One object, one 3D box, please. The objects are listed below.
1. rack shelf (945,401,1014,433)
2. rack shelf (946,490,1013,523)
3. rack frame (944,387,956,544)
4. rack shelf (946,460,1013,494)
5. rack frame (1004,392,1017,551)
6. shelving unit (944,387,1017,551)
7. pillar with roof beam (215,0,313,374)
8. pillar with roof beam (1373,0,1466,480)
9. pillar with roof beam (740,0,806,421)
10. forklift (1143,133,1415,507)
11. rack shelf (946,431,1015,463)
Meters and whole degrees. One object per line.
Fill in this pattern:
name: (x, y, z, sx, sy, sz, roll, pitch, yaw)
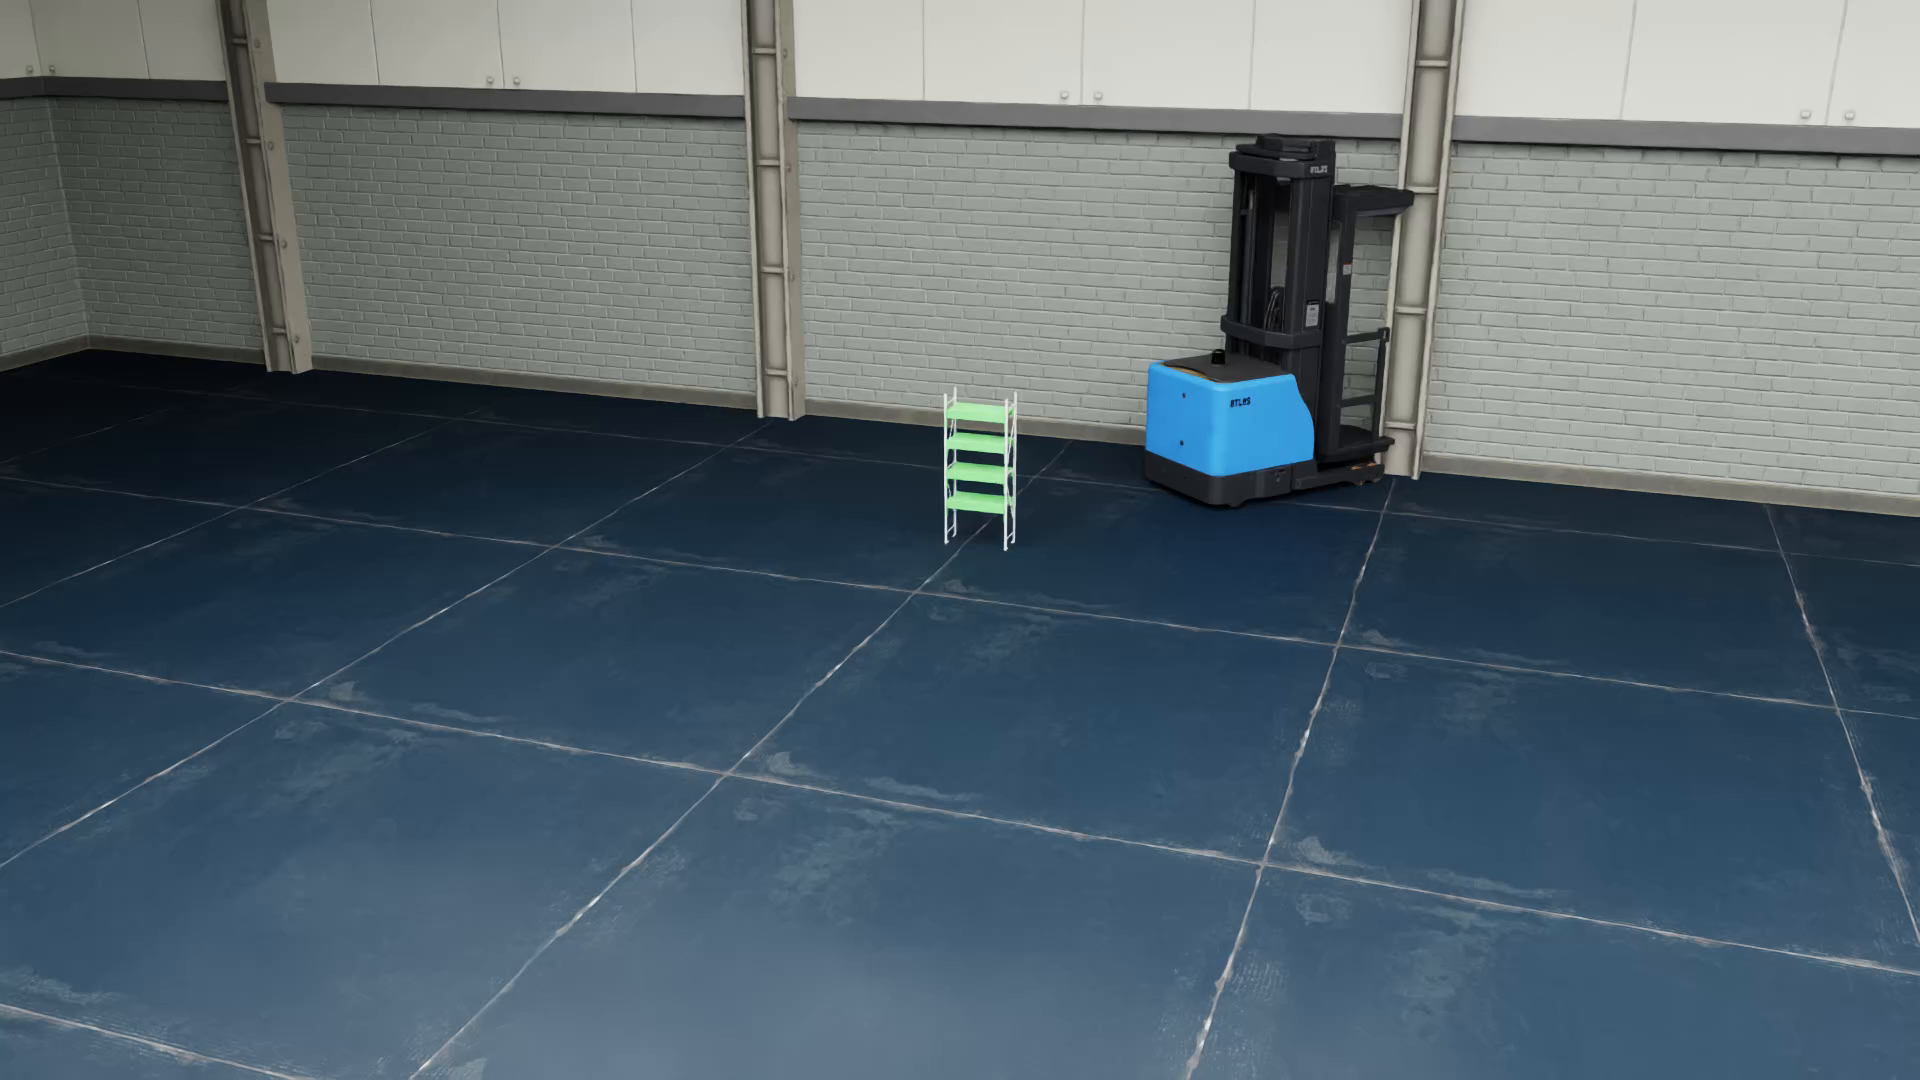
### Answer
rack shelf: (0.156, -0.942, 12.690, 0.480, 0.148, 0.258, 7, 20, 18)
rack shelf: (0.156, -0.262, 12.927, 0.480, 0.148, 0.258, 7, 20, 18)
rack frame: (-0.074, -0.575, 12.903, 0.015, 1.200, 0.240, 7, 20, 18)
rack shelf: (0.156, -0.488, 12.848, 0.480, 0.148, 0.258, 7, 20, 18)
rack frame: (0.387, -0.522, 12.752, 0.015, 1.200, 0.240, 7, 20, 18)
shelving unit: (0.156, -0.549, 12.827, 0.503, 1.200, 0.258, 7, 20, 18)
pillar with roof beam: (-8.863, -4.805, 13.188, 0.400, 9.000, 9.100, 7, 20, 18)
pillar with roof beam: (2.473, -3.508, 9.470, 0.400, 9.000, 9.100, 7, 20, 18)
pillar with roof beam: (-3.195, -4.157, 11.329, 0.400, 9.000, 9.100, 7, 20, 18)
forklift: (3.119, -1.996, 14.348, 3.031, 2.935, 1.130, -11, 22, -29)
rack shelf: (0.156, -0.715, 12.769, 0.480, 0.148, 0.258, 7, 20, 18)
